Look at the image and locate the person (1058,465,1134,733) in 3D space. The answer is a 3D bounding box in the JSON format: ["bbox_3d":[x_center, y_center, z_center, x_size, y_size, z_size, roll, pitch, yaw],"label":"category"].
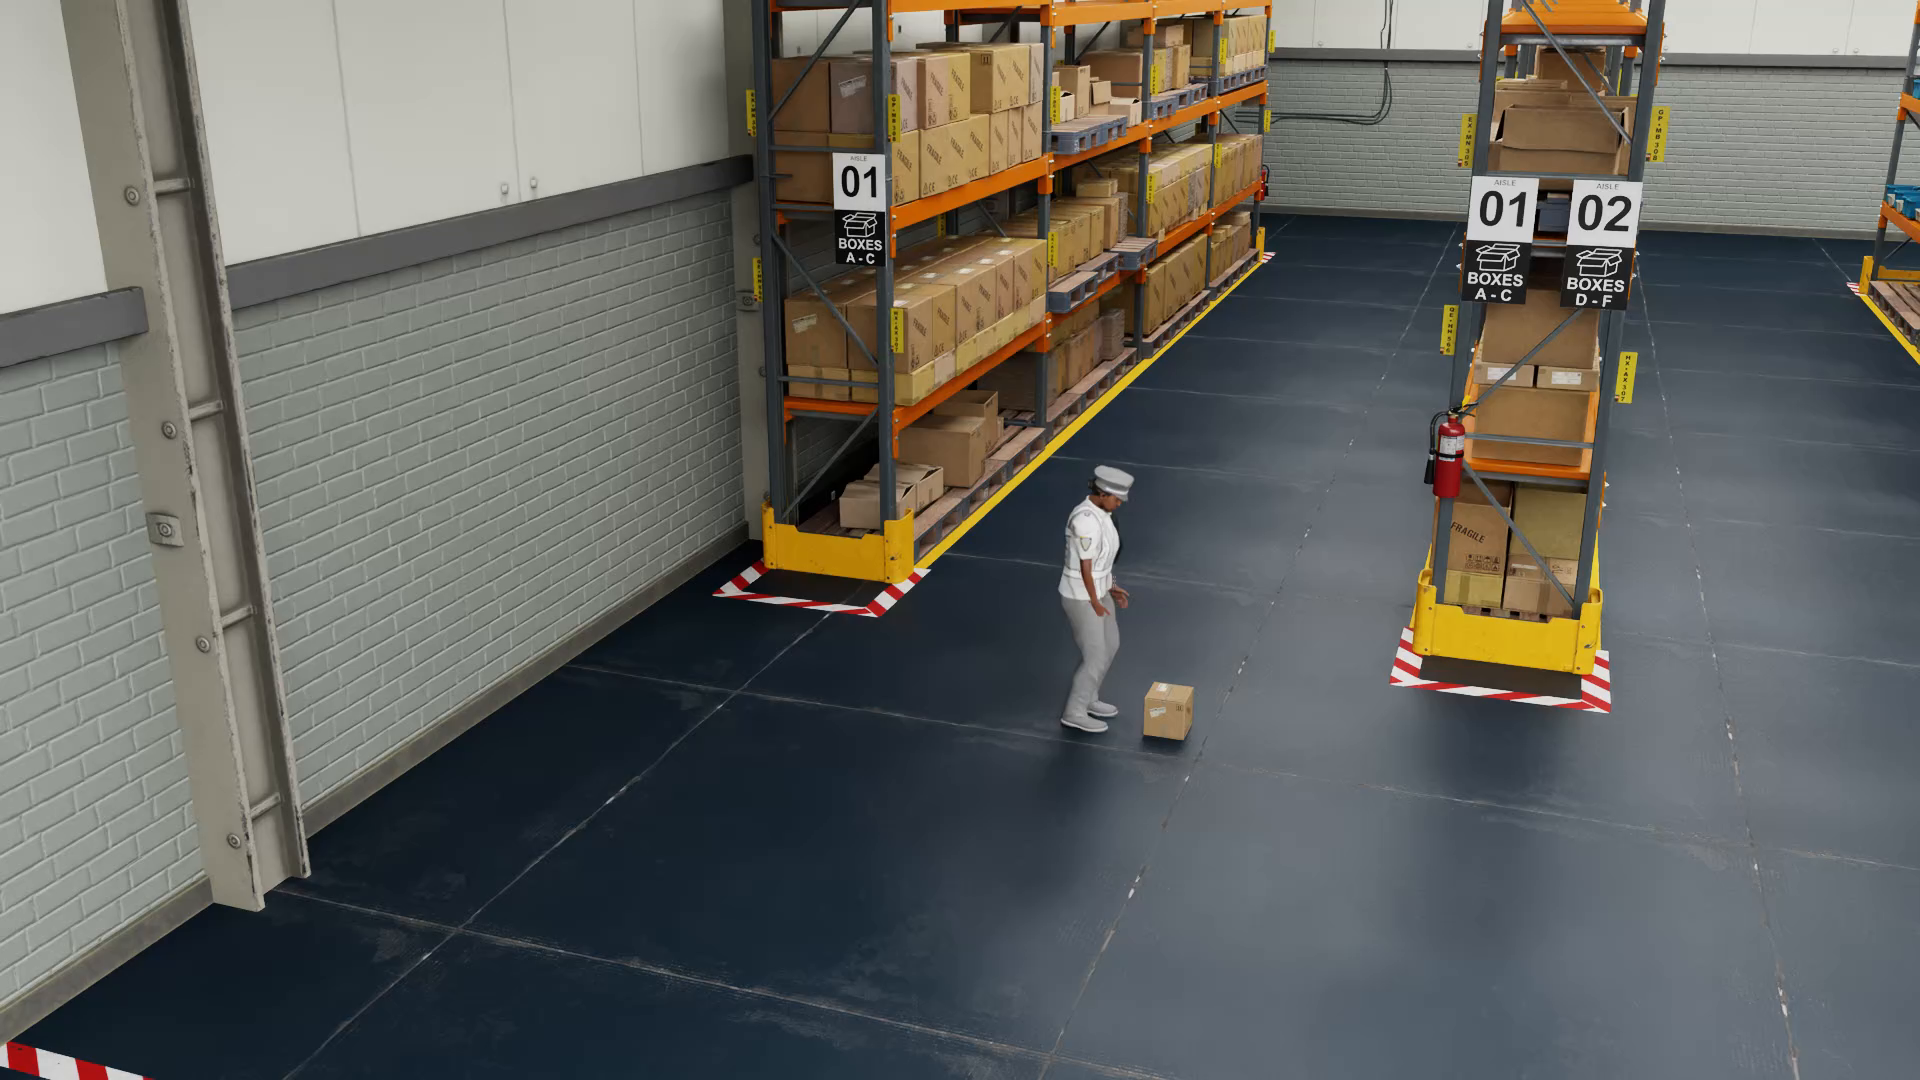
[{"bbox_3d":[0.826,0.343,10.123,0.424,1.631,0.453,7,20,19],"label":"person"}]
